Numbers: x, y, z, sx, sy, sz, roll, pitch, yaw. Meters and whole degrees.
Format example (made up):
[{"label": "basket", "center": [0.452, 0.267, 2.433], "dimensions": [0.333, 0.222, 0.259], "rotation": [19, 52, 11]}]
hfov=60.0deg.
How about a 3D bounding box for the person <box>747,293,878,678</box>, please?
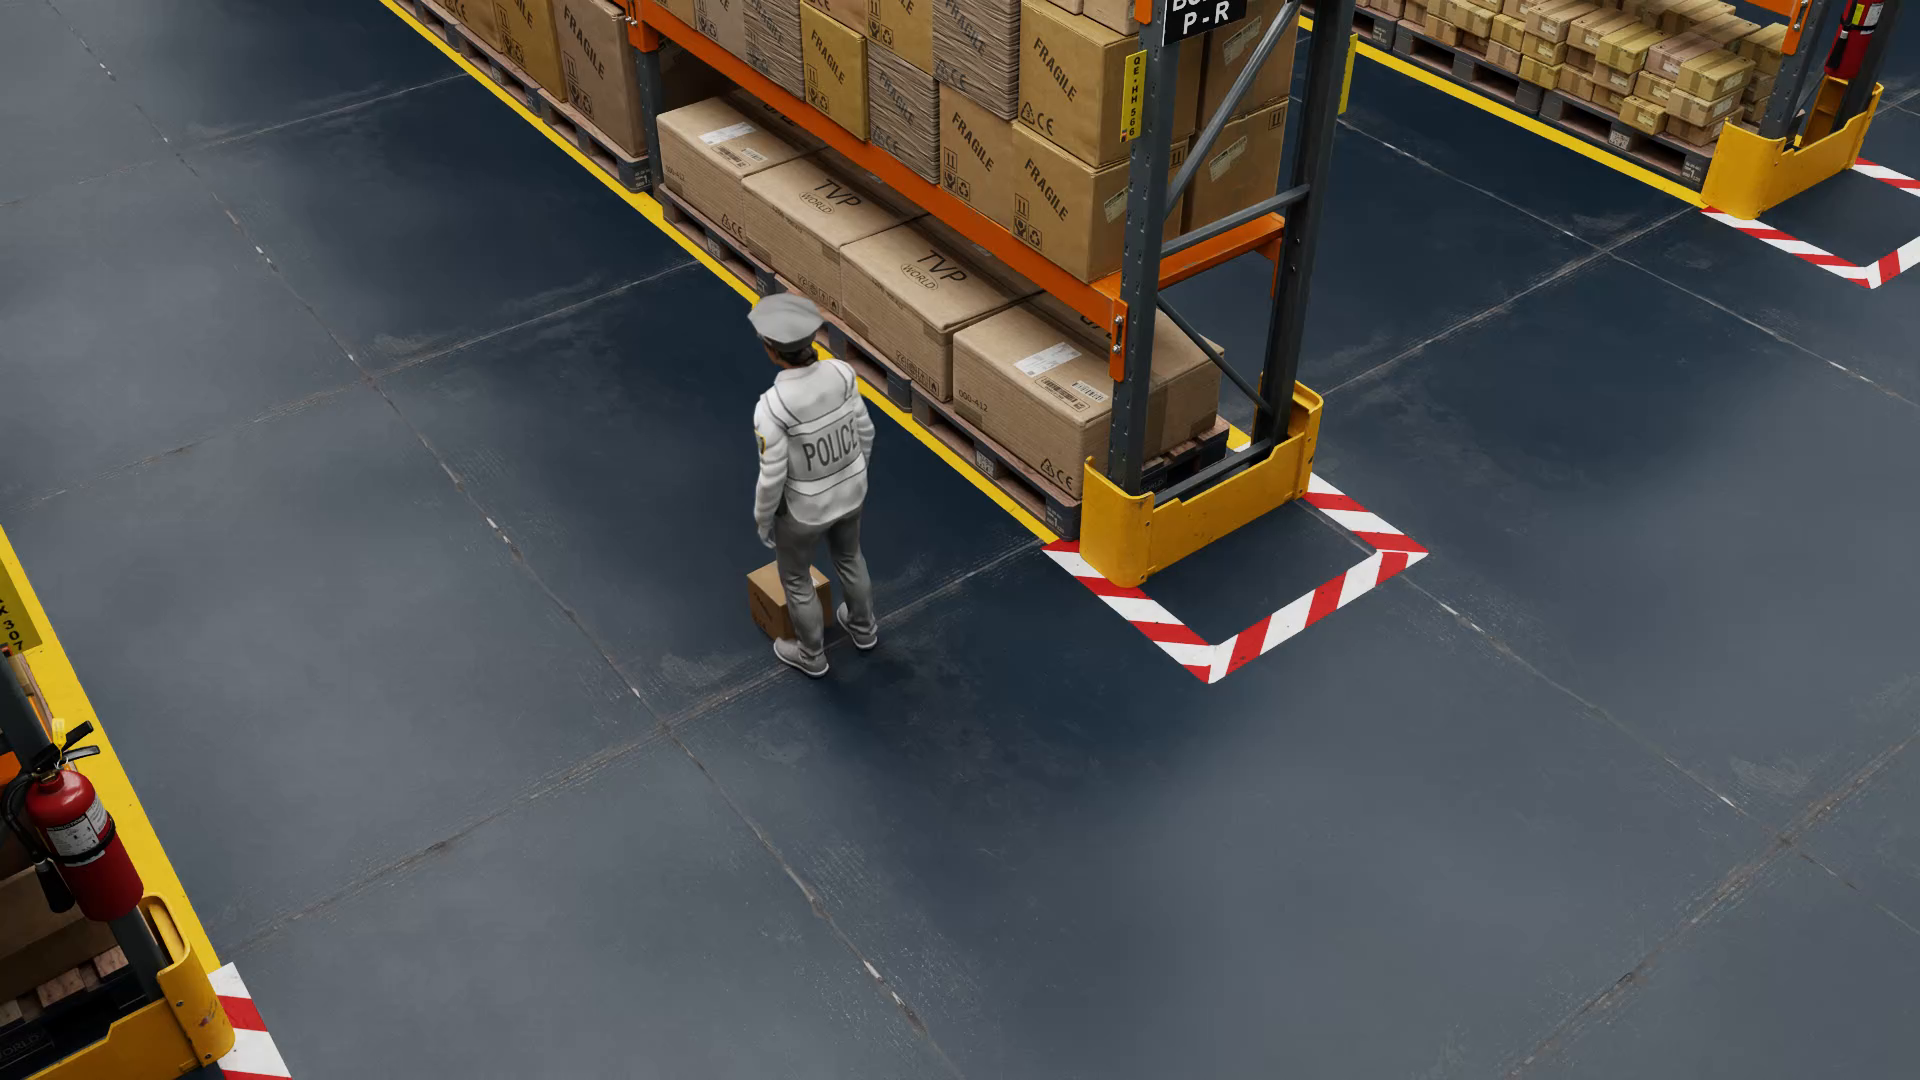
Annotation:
[{"label": "person", "center": [-0.557, -0.162, 6.345], "dimensions": [0.536, 1.662, 0.373], "rotation": [-29, 48, -30]}]
